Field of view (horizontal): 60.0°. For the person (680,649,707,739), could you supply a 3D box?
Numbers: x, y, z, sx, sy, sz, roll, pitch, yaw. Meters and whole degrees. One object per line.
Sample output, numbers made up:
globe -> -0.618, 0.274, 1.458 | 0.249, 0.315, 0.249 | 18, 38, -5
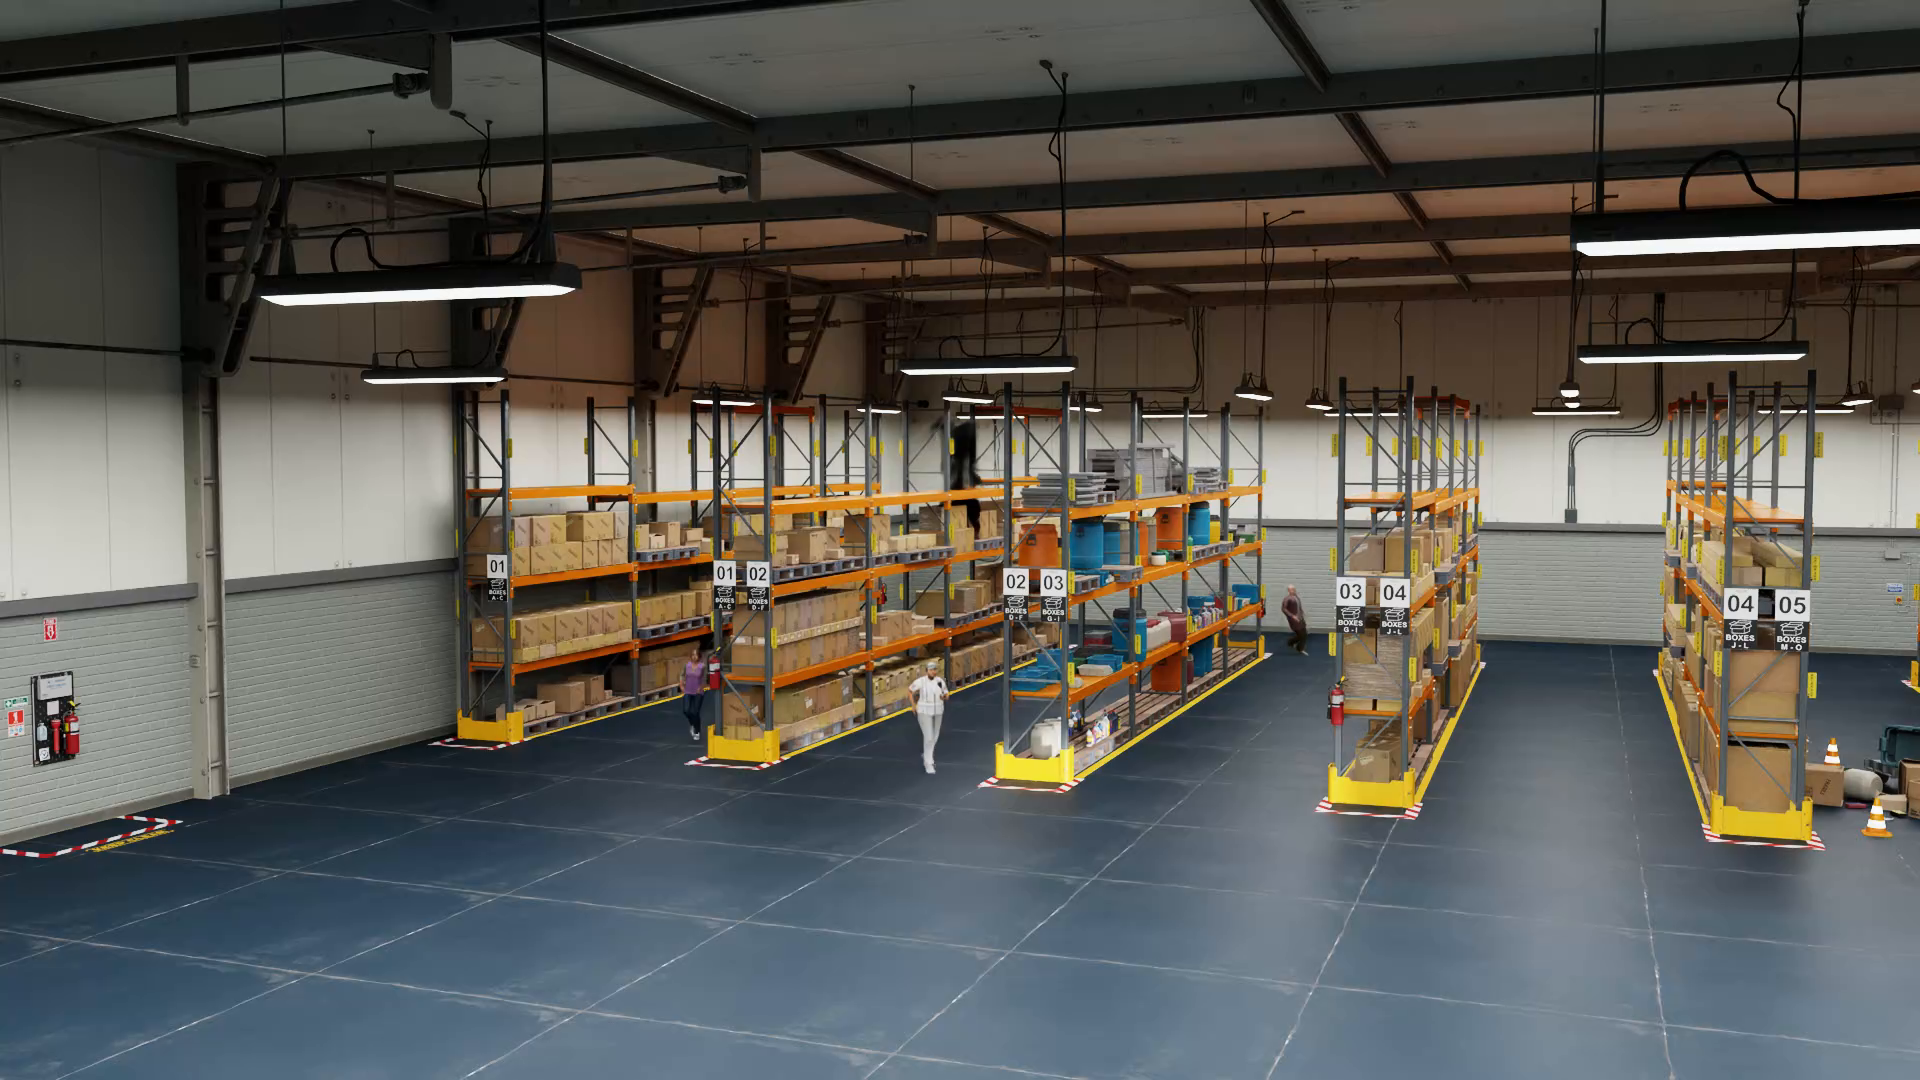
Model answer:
person -> -4.577, 2.653, 28.553 | 0.548, 1.561, 0.505 | 0, 3, 3

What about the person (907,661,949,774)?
person -> -0.469, 2.750, 25.894 | 0.582, 1.730, 0.765 | -2, 4, -28

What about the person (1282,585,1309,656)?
person -> 8.080, 1.942, 40.295 | 0.745, 1.730, 0.628 | -3, 4, -41
